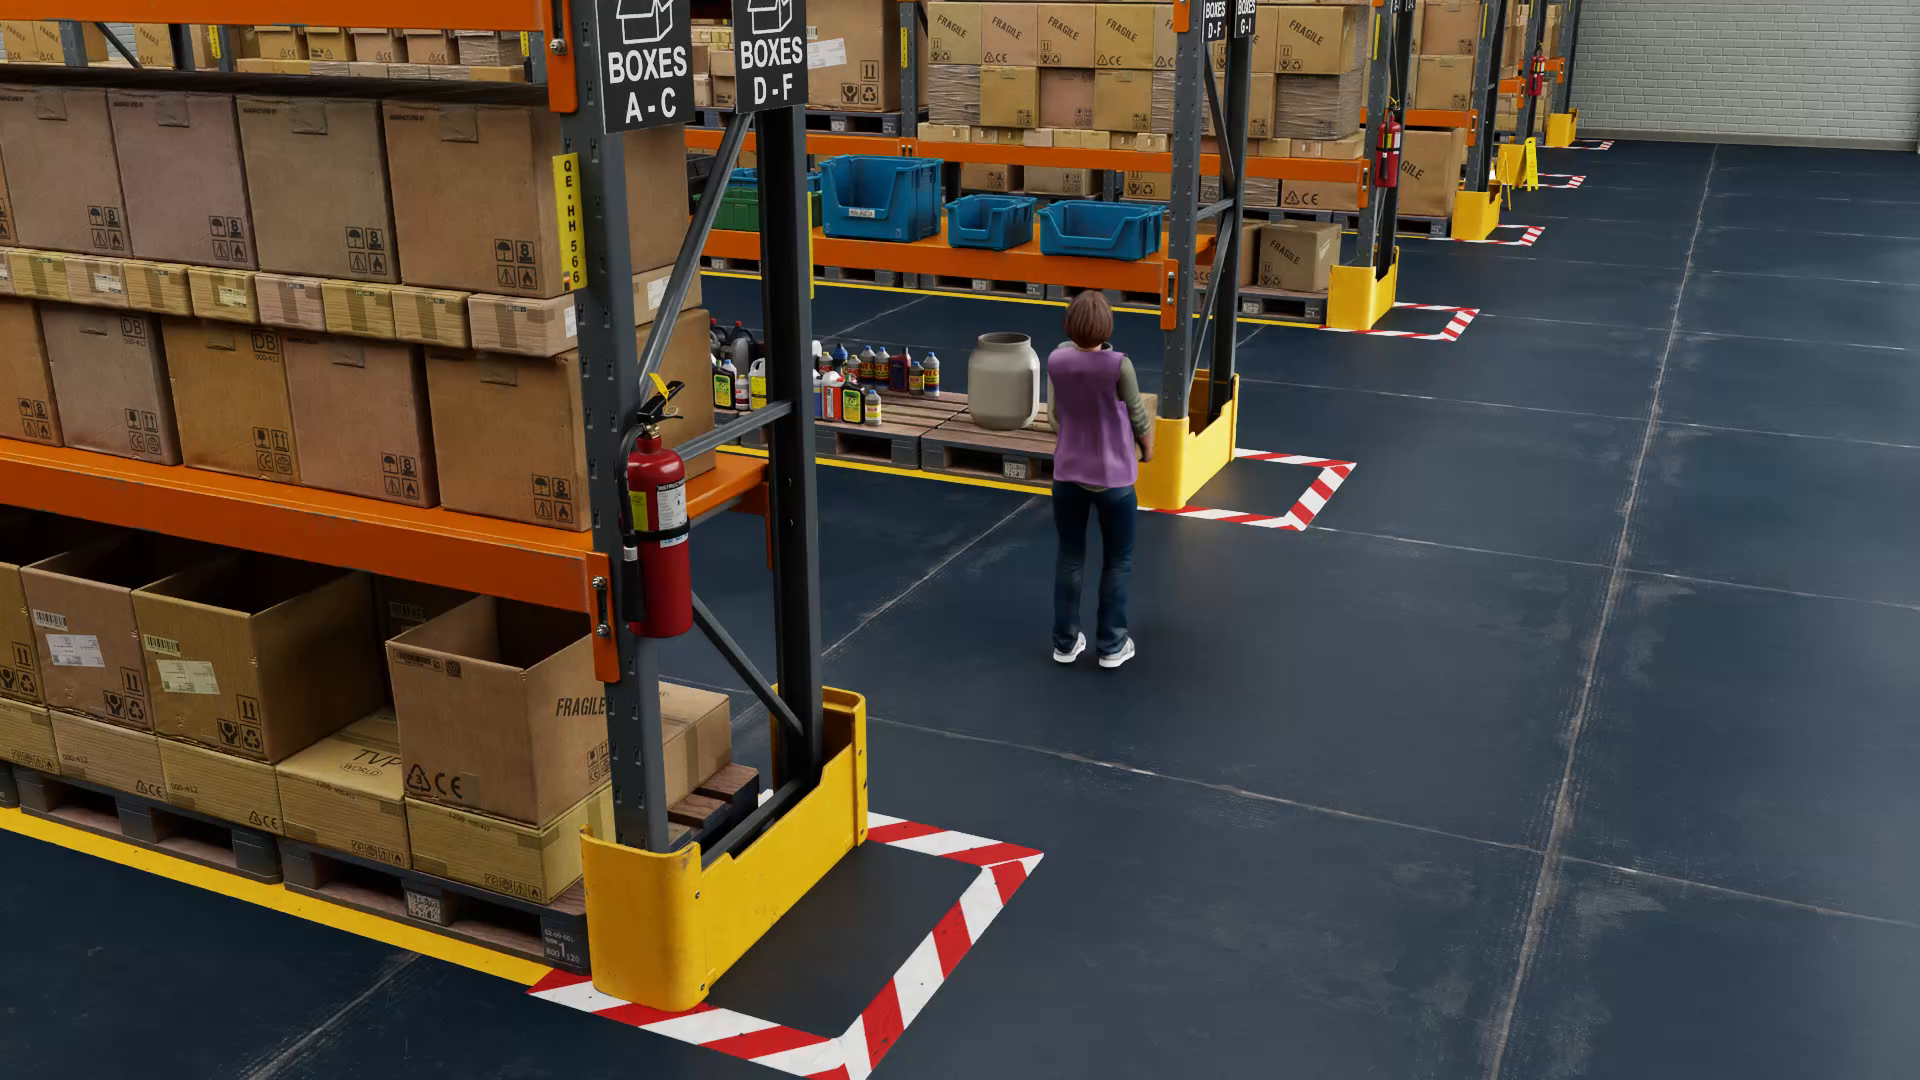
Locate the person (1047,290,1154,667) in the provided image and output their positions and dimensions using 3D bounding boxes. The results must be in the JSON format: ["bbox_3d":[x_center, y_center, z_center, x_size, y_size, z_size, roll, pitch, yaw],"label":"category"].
[{"bbox_3d":[0.576,-0.262,6.834,0.408,1.589,0.498,9,21,23],"label":"person"}]
